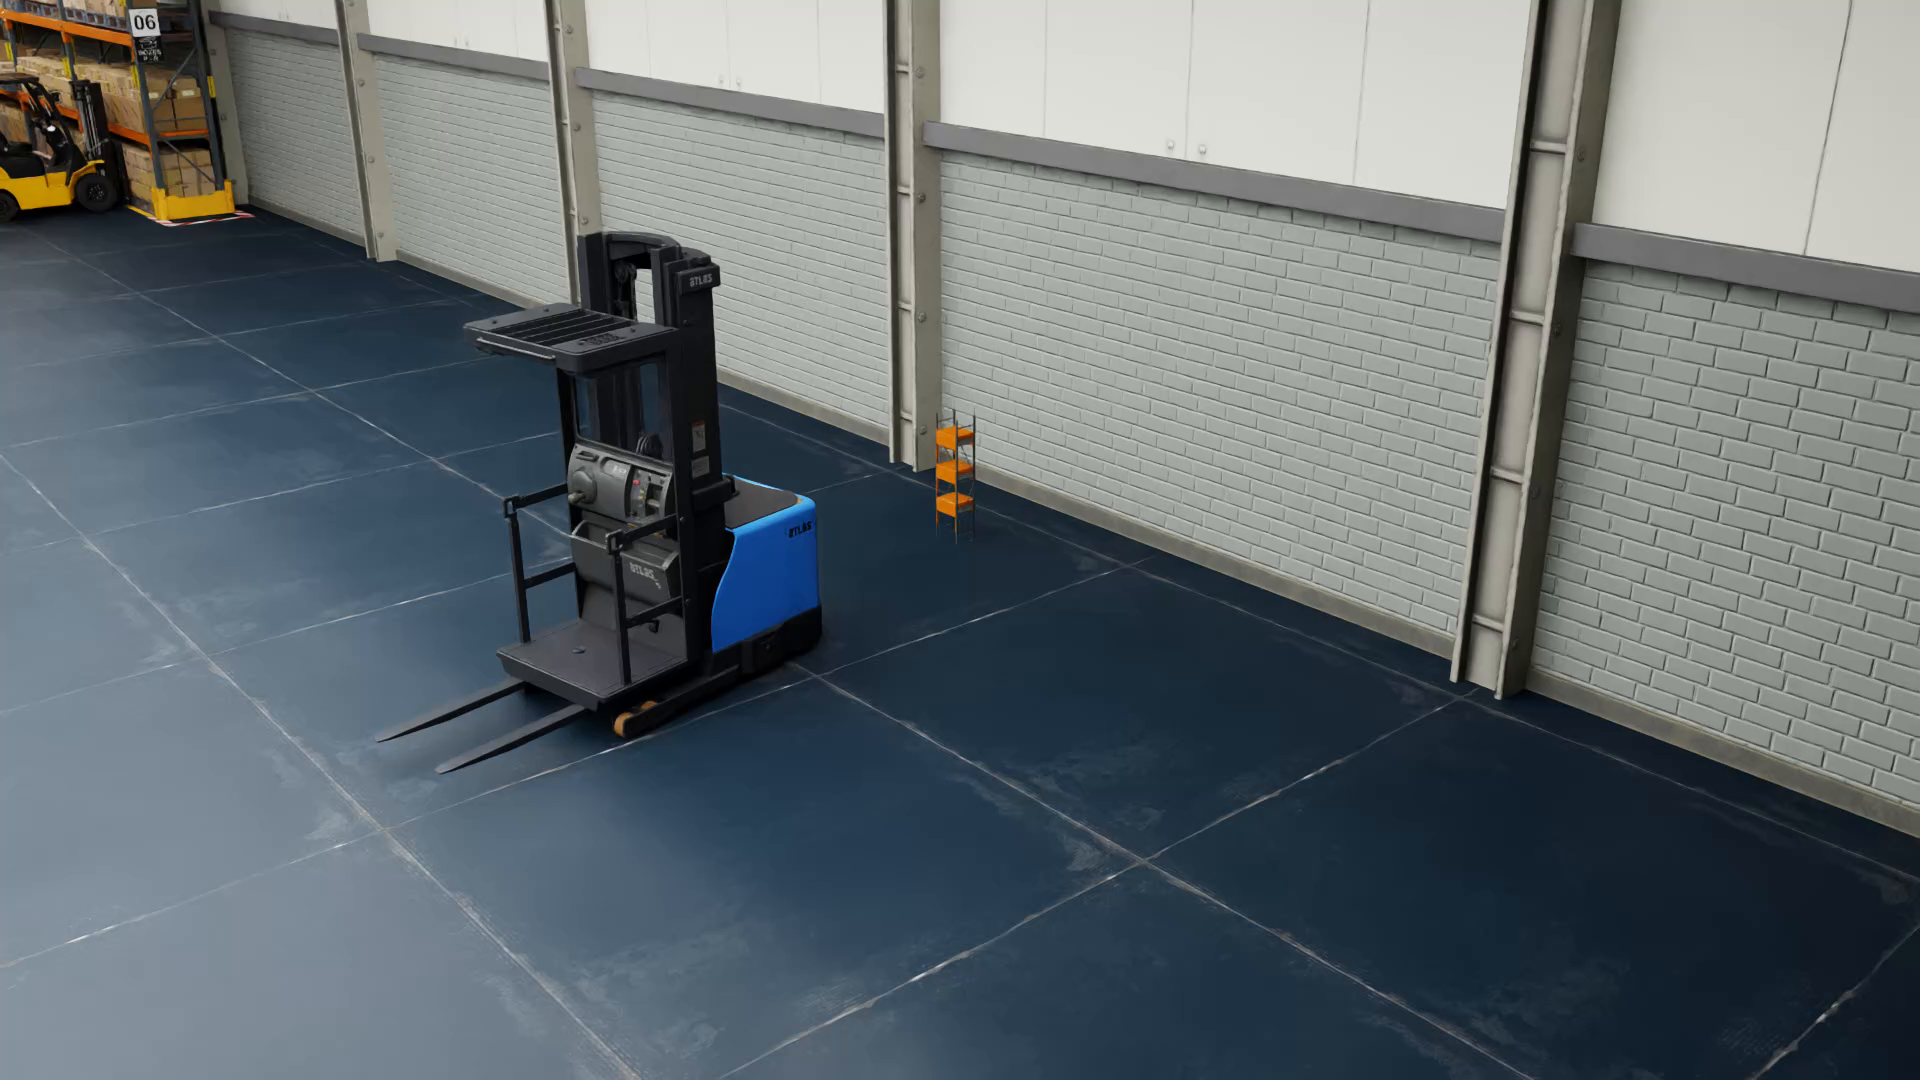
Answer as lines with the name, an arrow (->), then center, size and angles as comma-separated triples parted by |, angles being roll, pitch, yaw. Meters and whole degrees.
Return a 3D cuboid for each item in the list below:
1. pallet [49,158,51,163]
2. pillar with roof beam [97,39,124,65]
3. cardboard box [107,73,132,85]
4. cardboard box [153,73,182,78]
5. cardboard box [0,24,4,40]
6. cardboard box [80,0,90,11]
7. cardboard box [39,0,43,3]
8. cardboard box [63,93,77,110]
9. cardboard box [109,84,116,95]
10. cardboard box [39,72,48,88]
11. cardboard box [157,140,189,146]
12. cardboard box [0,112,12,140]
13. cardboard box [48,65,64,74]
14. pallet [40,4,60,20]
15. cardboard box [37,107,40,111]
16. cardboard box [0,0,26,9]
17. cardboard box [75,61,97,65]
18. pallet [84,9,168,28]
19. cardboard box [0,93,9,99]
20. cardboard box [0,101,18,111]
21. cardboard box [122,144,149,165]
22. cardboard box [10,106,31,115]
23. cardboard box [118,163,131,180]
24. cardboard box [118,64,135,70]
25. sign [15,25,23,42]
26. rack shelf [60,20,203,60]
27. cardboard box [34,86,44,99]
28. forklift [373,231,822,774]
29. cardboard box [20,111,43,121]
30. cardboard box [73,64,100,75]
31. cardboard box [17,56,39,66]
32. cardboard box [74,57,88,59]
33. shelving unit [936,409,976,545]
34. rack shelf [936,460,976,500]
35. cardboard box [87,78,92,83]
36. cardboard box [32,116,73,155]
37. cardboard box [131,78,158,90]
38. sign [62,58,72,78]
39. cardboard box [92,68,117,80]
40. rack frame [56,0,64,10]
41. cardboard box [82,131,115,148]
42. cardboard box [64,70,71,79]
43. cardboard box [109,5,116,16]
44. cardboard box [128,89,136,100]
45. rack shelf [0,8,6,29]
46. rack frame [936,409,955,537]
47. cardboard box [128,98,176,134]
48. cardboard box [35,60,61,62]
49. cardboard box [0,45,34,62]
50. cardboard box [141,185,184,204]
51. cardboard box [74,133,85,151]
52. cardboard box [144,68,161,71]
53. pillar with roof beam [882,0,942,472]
pallet -> -16.306, -7.006, 31.082 | 1.003, 0.211, 1.213 | -17, 27, -37
pillar with roof beam -> -19.333, -10.501, 27.955 | 9.100, 9.000, 0.400 | -17, 27, -37
cardboard box -> -13.686, -7.532, 27.168 | 0.380, 0.149, 0.250 | -17, 27, -36
cardboard box -> -12.920, -7.520, 27.137 | 0.380, 0.149, 0.250 | -17, 27, -37
cardboard box -> -20.987, -10.876, 35.908 | 0.500, 0.500, 0.500 | -18, 28, -39
cardboard box -> -14.256, -8.867, 27.367 | 0.396, 0.266, 0.258 | -18, 28, -39
cardboard box -> -15.943, -9.526, 29.211 | 0.380, 0.149, 0.250 | -18, 27, -38
cardboard box -> -15.522, -7.780, 29.440 | 0.500, 0.250, 0.500 | -17, 27, -36
cardboard box -> -13.678, -7.394, 27.222 | 0.380, 0.149, 0.250 | -17, 27, -37
cardboard box -> -16.495, -8.438, 30.434 | 0.500, 0.250, 0.500 | -17, 27, -37
cardboard box -> -13.201, -6.504, 27.801 | 0.500, 0.250, 0.500 | -18, 27, -38
cardboard box -> -19.060, -8.399, 33.667 | 0.500, 0.500, 0.500 | -19, 28, -39
cardboard box -> -16.242, -8.509, 30.069 | 0.380, 0.149, 0.250 | -17, 27, -37
pallet -> -15.580, -9.321, 29.318 | 0.805, 0.209, 1.217 | -19, 28, -39
cardboard box -> -18.400, -8.717, 33.590 | 0.380, 0.149, 0.250 | -18, 28, -39
cardboard box -> -18.125, -10.289, 31.733 | 0.500, 0.250, 0.500 | -19, 28, -39
cardboard box -> -16.022, -8.702, 30.562 | 0.380, 0.149, 0.250 | -17, 27, -37
pallet -> -13.626, -8.562, 27.239 | 1.003, 0.211, 1.213 | -17, 27, -37
cardboard box -> -19.978, -9.232, 34.497 | 0.380, 0.149, 0.250 | -19, 28, -40
cardboard box -> -19.445, -8.878, 33.999 | 0.380, 0.149, 0.250 | -18, 27, -38
cardboard box -> -13.595, -6.378, 27.479 | 0.500, 0.250, 0.500 | -17, 27, -37
cardboard box -> -18.761, -8.592, 33.269 | 0.380, 0.149, 0.250 | -18, 28, -38
cardboard box -> -13.610, -6.155, 27.594 | 0.500, 0.250, 0.500 | -18, 28, -39
cardboard box -> -14.242, -8.095, 28.603 | 0.380, 0.149, 0.250 | -18, 28, -38
sign -> -19.799, -10.655, 34.988 | 0.100, 0.325, 0.005 | -17, 27, -37
rack shelf -> -13.689, -8.282, 27.390 | 1.077, 0.370, 4.000 | -17, 27, -37
cardboard box -> -16.835, -8.347, 30.887 | 0.500, 0.250, 0.500 | -19, 28, -39
forklift -> -2.275, -0.333, 10.315 | 1.130, 2.935, 3.031 | 16, 27, 36
cardboard box -> -18.120, -8.288, 32.493 | 0.380, 0.149, 0.250 | -19, 28, -40
cardboard box -> -15.012, -8.101, 28.620 | 0.380, 0.149, 0.250 | -17, 27, -36
cardboard box -> -17.621, -9.068, 31.498 | 0.380, 0.149, 0.250 | -16, 27, -36
cardboard box -> -16.649, -9.002, 31.328 | 0.380, 0.149, 0.250 | -18, 28, -38
shelving unit -> -0.035, -0.504, 13.330 | 0.215, 1.050, 0.252 | -17, 27, -37
rack shelf -> -0.035, -0.494, 13.334 | 0.215, 0.259, 0.240 | -17, 27, -37
cardboard box -> -14.520, -7.748, 28.127 | 0.380, 0.149, 0.250 | -17, 27, -36
cardboard box -> -17.209, -7.792, 31.946 | 0.875, 0.625, 0.625 | -16, 27, -36
cardboard box -> -12.962, -7.264, 26.484 | 0.380, 0.149, 0.250 | -17, 27, -37
sign -> -15.400, -8.143, 28.683 | 0.100, 0.325, 0.005 | -17, 27, -37
cardboard box -> -14.319, -7.821, 27.906 | 0.380, 0.149, 0.250 | -18, 28, -38
rack frame -> -14.995, -10.566, 28.122 | 1.000, 3.000, 0.127 | -17, 27, -37
cardboard box -> -14.917, -6.945, 28.927 | 0.500, 0.250, 0.500 | -18, 28, -38
cardboard box -> -15.568, -8.230, 29.357 | 0.380, 0.149, 0.250 | -18, 28, -38
cardboard box -> -13.155, -8.346, 26.199 | 0.380, 0.149, 0.250 | -18, 28, -39
cardboard box -> -13.012, -7.109, 26.495 | 0.380, 0.149, 0.250 | -17, 27, -37
rack shelf -> -18.911, -10.492, 33.033 | 1.077, 0.370, 4.000 | -17, 27, -37
rack frame -> -0.115, -0.537, 13.416 | 0.200, 1.050, 0.008 | -17, 27, -37
cardboard box -> -12.904, -6.788, 26.564 | 0.500, 0.500, 0.500 | -18, 28, -39
cardboard box -> -16.892, -8.799, 30.809 | 0.380, 0.149, 0.250 | -17, 27, -37
cardboard box -> -18.811, -9.529, 32.982 | 0.797, 0.503, 0.637 | -18, 28, -39
cardboard box -> -12.930, -5.638, 26.959 | 0.500, 0.250, 0.500 | -17, 27, -37
cardboard box -> -15.344, -7.004, 29.934 | 0.875, 0.625, 0.625 | -16, 26, -35
cardboard box -> -13.604, -7.805, 27.863 | 0.380, 0.149, 0.250 | -16, 27, -36
pillar with roof beam -> -3.667, -3.870, 11.026 | 9.100, 9.000, 0.400 | -17, 27, -37
